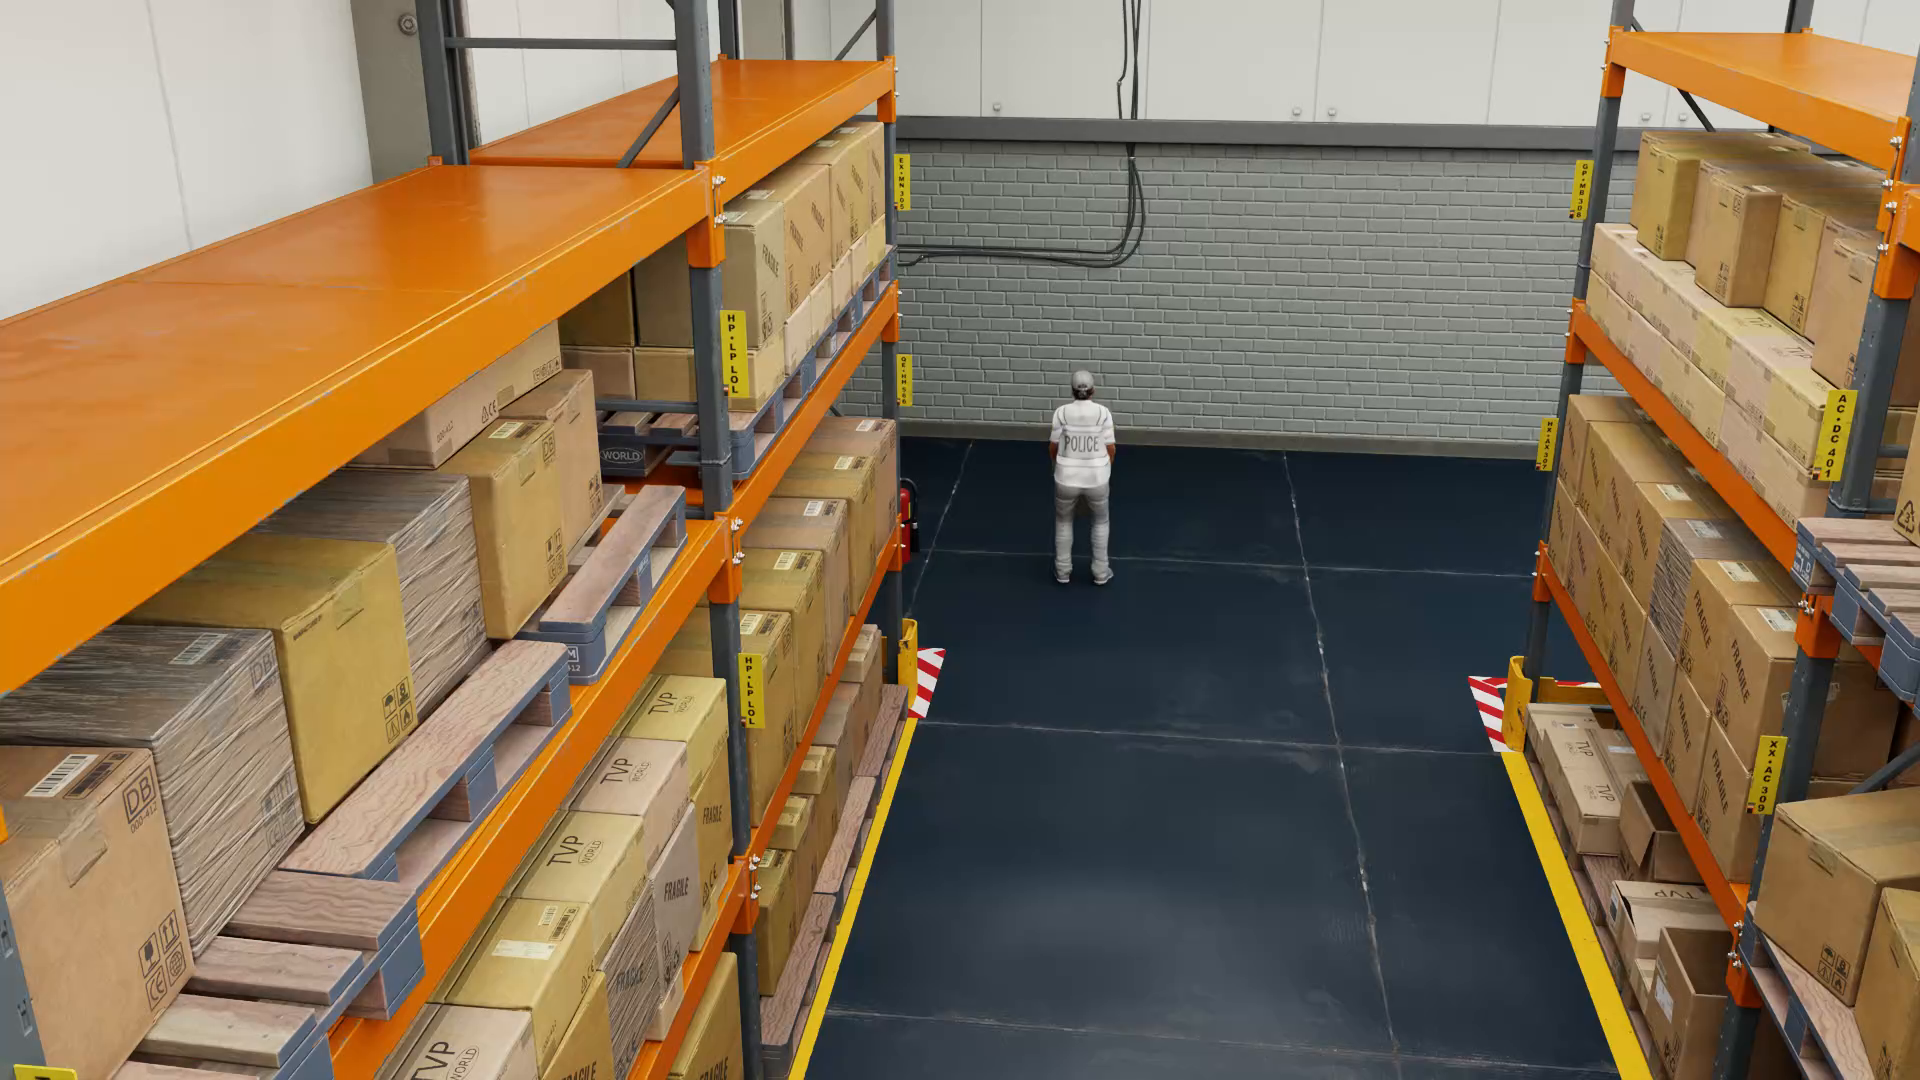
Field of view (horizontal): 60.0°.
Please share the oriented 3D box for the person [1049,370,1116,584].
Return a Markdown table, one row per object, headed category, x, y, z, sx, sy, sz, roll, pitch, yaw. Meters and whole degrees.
| category | x | y | z | sx | sy | sz | roll | pitch | yaw |
| --- | --- | --- | --- | --- | --- | --- | --- | --- | --- |
| person | 0.933 | -0.468 | 12.663 | 0.521 | 1.671 | 0.429 | 2 | 21 | 5 |
